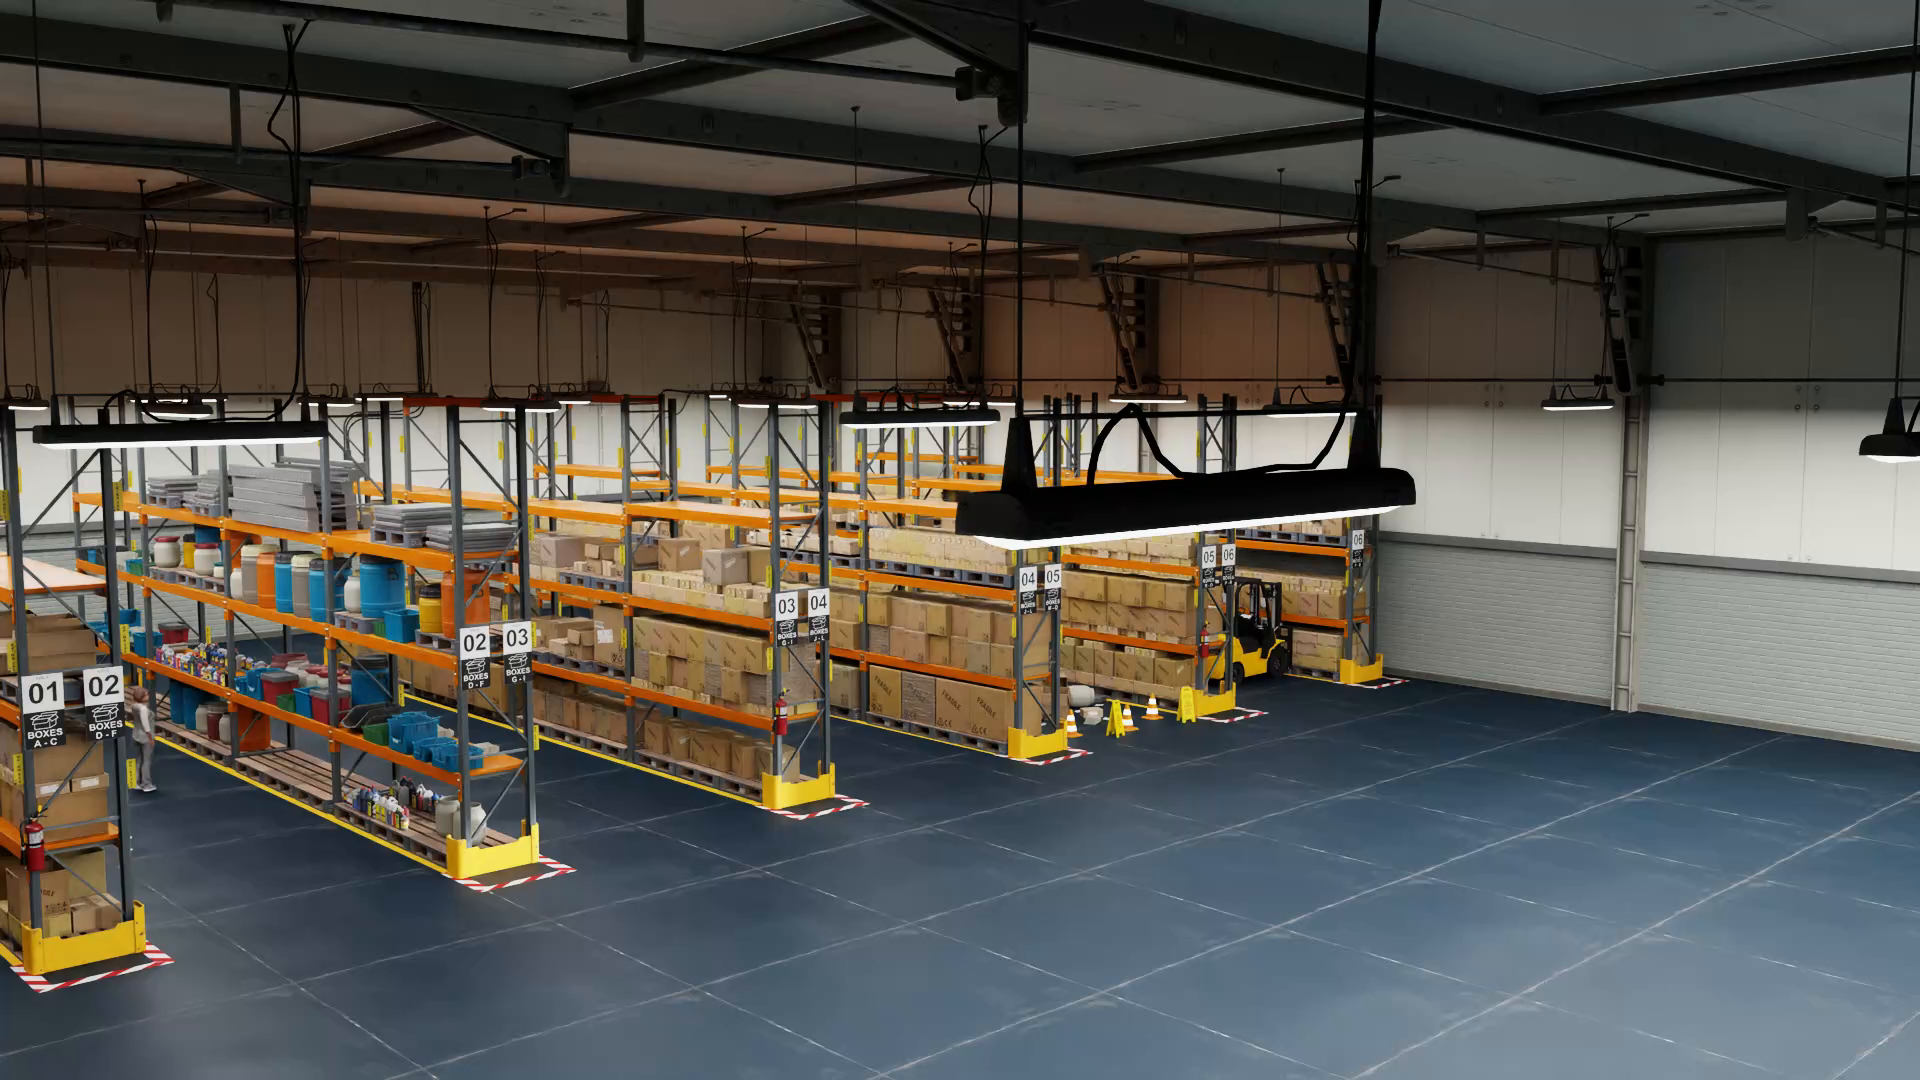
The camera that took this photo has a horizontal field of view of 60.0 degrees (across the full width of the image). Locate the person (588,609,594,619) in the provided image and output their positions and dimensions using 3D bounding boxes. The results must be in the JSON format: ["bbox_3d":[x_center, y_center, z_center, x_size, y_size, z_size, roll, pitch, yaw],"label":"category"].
[{"bbox_3d":[-9.327,1.458,42.209,0.615,1.704,0.792,-5,7,-39],"label":"person"}]

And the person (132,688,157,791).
[{"bbox_3d":[-12.529,3.075,25.545,0.444,1.633,0.309,3,7,32],"label":"person"}]
